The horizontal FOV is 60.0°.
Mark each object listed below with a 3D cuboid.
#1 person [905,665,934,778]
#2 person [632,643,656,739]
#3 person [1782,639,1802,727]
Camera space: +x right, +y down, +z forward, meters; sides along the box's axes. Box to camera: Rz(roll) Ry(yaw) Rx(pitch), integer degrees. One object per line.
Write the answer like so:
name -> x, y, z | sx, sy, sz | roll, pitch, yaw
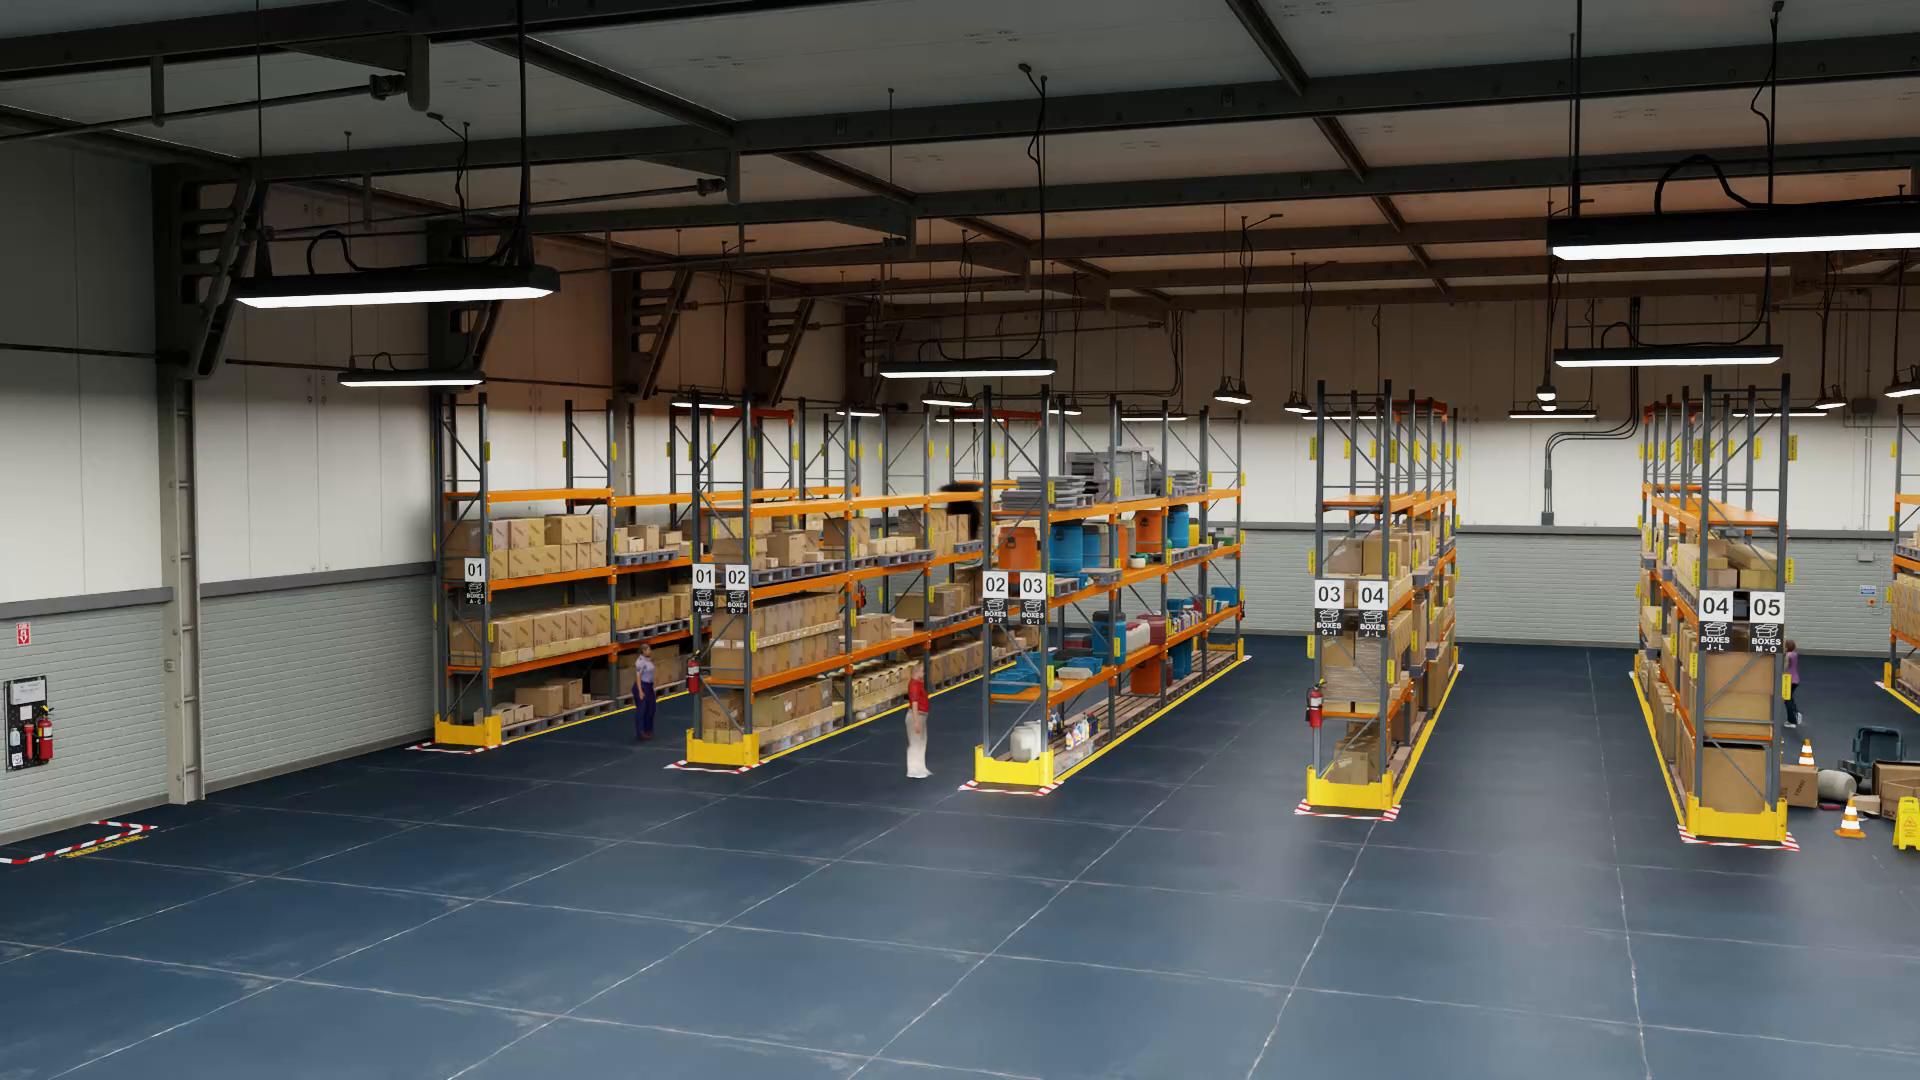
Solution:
person -> -0.616, 2.803, 25.552 | 0.441, 1.774, 0.591 | 0, 3, 1
person -> -5.531, 2.674, 29.105 | 0.358, 1.732, 0.564 | 1, 3, 10
person -> 14.997, 2.587, 30.136 | 0.465, 1.590, 0.413 | -1, 3, -12
